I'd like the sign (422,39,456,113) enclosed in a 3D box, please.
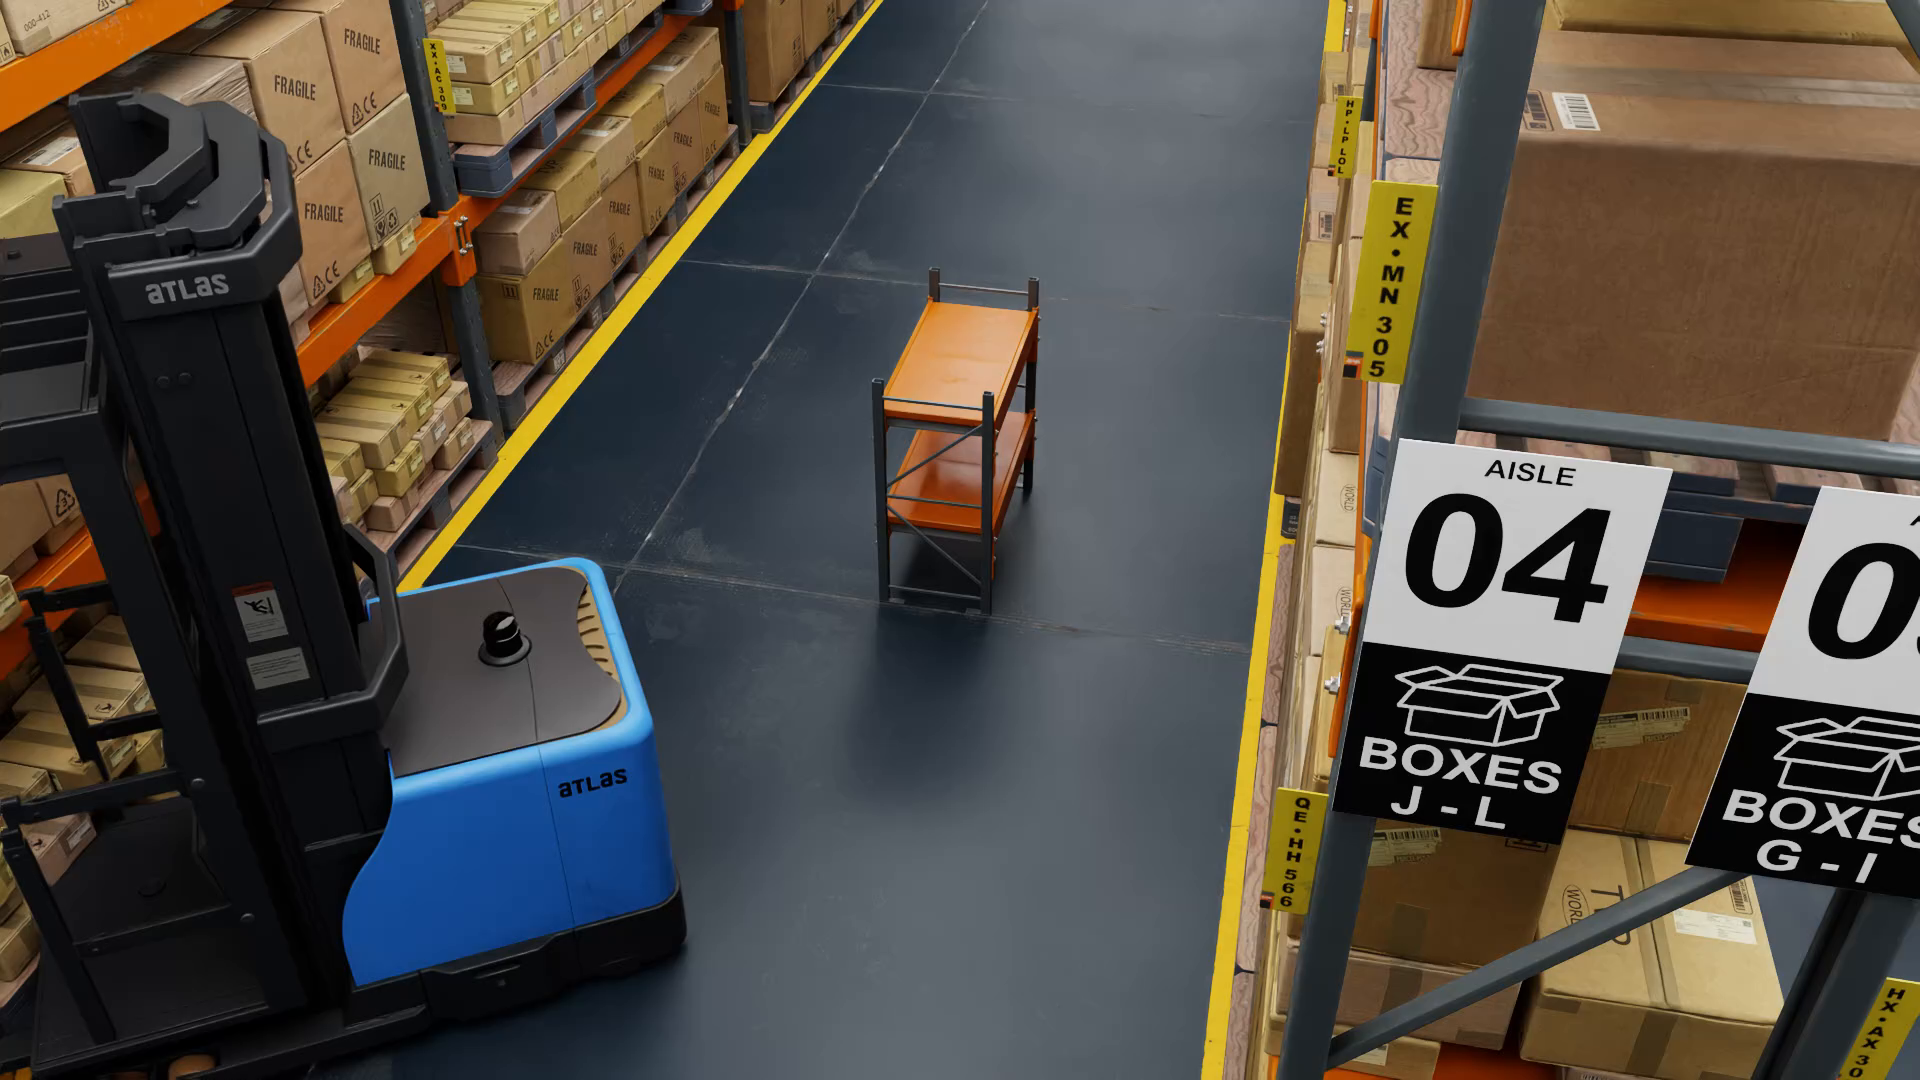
[{"bbox_3d":[-2.271,-2.020,7.244,0.100,0.325,0.005,7,37,10],"label":"sign"}]

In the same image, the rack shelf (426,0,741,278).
[{"bbox_3d":[-2.376,-2.589,9.379,1.077,0.370,4.000,7,37,10],"label":"rack shelf"}]

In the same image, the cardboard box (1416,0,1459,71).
[{"bbox_3d":[1.543,-1.474,4.143,0.700,0.500,0.500,9,37,12],"label":"cardboard box"}]

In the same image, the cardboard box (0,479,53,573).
[{"bbox_3d":[-3.202,-0.134,5.040,0.500,0.500,0.500,7,37,10],"label":"cardboard box"}]

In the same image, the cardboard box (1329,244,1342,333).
[{"bbox_3d":[1.665,-0.877,6.278,0.500,0.250,0.500,7,36,9],"label":"cardboard box"}]

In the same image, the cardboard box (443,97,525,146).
[{"bbox_3d":[-2.269,-1.970,7.768,0.380,0.149,0.250,6,36,8],"label":"cardboard box"}]

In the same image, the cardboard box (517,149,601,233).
[{"bbox_3d":[-2.275,-1.891,8.936,0.500,0.250,0.500,8,37,11],"label":"cardboard box"}]

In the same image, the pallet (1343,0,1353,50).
[{"bbox_3d":[3.565,-4.065,13.178,1.003,0.211,1.213,7,37,10],"label":"pallet"}]

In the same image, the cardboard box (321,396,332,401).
[{"bbox_3d":[-3.193,-0.702,7.980,0.380,0.149,0.250,9,37,12],"label":"cardboard box"}]

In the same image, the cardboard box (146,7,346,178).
[{"bbox_3d":[-2.744,-1.699,6.347,0.500,0.500,0.500,6,36,8],"label":"cardboard box"}]

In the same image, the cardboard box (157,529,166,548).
[{"bbox_3d":[-3.346,-0.062,6.844,0.380,0.149,0.250,6,36,8],"label":"cardboard box"}]

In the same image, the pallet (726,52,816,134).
[{"bbox_3d":[-1.706,-3.340,12.179,1.003,0.211,1.213,7,37,10],"label":"pallet"}]

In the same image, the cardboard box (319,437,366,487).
[{"bbox_3d":[-2.818,-0.319,7.199,0.380,0.149,0.250,8,37,11],"label":"cardboard box"}]

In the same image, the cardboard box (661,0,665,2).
[{"bbox_3d":[-1.827,-3.168,9.421,0.380,0.149,0.250,6,36,8],"label":"cardboard box"}]

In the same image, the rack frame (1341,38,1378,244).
[{"bbox_3d":[2.021,-1.054,6.648,1.000,3.000,0.127,7,37,10],"label":"rack frame"}]

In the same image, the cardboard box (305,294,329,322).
[{"bbox_3d":[-2.821,-0.992,6.777,0.380,0.149,0.250,6,36,9],"label":"cardboard box"}]

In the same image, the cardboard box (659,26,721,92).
[{"bbox_3d":[-1.838,-3.063,10.554,0.500,0.250,0.500,6,36,9],"label":"cardboard box"}]

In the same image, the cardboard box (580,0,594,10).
[{"bbox_3d":[-2.049,-2.808,8.417,0.380,0.149,0.250,7,37,10],"label":"cardboard box"}]

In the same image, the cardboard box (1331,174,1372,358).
[{"bbox_3d":[1.556,-0.893,5.662,0.500,0.500,0.500,7,37,10],"label":"cardboard box"}]

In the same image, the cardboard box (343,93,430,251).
[{"bbox_3d":[-2.630,-1.582,7.038,0.500,0.500,0.500,7,37,10],"label":"cardboard box"}]

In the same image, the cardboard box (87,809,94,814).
[{"bbox_3d":[-3.215,0.854,5.833,0.380,0.149,0.250,8,37,11],"label":"cardboard box"}]

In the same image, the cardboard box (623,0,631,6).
[{"bbox_3d":[-1.937,-2.987,8.918,0.380,0.149,0.250,7,36,9],"label":"cardboard box"}]

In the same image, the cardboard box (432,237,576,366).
[{"bbox_3d":[-2.386,-1.282,8.735,0.500,0.500,0.500,9,37,12],"label":"cardboard box"}]

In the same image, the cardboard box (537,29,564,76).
[{"bbox_3d":[-2.161,-2.387,8.090,0.380,0.149,0.250,8,37,11],"label":"cardboard box"}]

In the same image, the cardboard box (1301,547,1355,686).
[{"bbox_3d":[1.228,0.286,4.674,0.500,0.250,0.500,6,36,8],"label":"cardboard box"}]

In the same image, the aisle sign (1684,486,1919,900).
[{"bbox_3d":[1.445,0.266,2.612,0.394,0.787,0.004,7,37,10],"label":"aisle sign"}]

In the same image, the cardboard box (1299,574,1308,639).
[{"bbox_3d":[1.248,0.219,5.105,0.380,0.149,0.250,8,37,11],"label":"cardboard box"}]

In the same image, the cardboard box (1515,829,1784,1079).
[{"bbox_3d":[1.533,0.938,3.774,0.500,0.250,0.500,6,36,9],"label":"cardboard box"}]

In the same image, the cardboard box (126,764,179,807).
[{"bbox_3d":[-3.048,0.847,6.096,0.380,0.149,0.250,8,37,11],"label":"cardboard box"}]

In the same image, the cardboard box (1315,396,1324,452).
[{"bbox_3d":[1.467,-0.371,5.921,0.380,0.149,0.250,6,36,9],"label":"cardboard box"}]

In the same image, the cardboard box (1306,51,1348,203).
[{"bbox_3d":[2.708,-2.264,9.770,1.225,0.875,0.875,6,36,8],"label":"cardboard box"}]

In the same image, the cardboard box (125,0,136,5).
[{"bbox_3d":[-2.870,-1.996,5.520,0.500,0.250,0.500,7,37,9],"label":"cardboard box"}]

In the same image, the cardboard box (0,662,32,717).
[{"bbox_3d":[-3.633,0.526,6.032,0.380,0.149,0.250,6,36,8],"label":"cardboard box"}]

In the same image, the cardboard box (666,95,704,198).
[{"bbox_3d":[-1.948,-2.477,10.384,0.500,0.500,0.500,9,37,12],"label":"cardboard box"}]

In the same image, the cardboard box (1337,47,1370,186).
[{"bbox_3d":[2.072,-1.980,7.840,0.500,0.500,0.500,7,37,9],"label":"cardboard box"}]

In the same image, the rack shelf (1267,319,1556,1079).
[{"bbox_3d":[1.594,0.384,5.277,1.077,0.370,4.000,7,37,10],"label":"rack shelf"}]

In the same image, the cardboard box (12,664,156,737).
[{"bbox_3d":[-3.121,0.591,5.943,0.380,0.149,0.250,6,36,8],"label":"cardboard box"}]

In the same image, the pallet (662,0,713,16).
[{"bbox_3d":[-1.996,-3.527,10.224,1.213,0.211,1.003,7,37,10],"label":"pallet"}]

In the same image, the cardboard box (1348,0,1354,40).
[{"bbox_3d":[2.506,-3.143,9.445,0.500,0.500,0.500,8,37,11],"label":"cardboard box"}]

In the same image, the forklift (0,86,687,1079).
[{"bbox_3d":[-2.516,0.293,4.848,3.031,2.935,1.130,-12,38,-17],"label":"forklift"}]

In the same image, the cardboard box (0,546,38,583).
[{"bbox_3d":[-3.222,0.052,5.336,0.380,0.149,0.250,9,37,12],"label":"cardboard box"}]

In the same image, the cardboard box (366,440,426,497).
[{"bbox_3d":[-2.645,-0.337,7.476,0.380,0.149,0.250,6,36,8],"label":"cardboard box"}]

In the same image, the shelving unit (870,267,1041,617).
[{"bbox_3d":[-0.001,-0.452,7.415,0.538,1.125,1.048,7,37,10],"label":"shelving unit"}]

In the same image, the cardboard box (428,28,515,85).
[{"bbox_3d":[-2.269,-2.211,7.594,0.380,0.149,0.250,9,37,12],"label":"cardboard box"}]

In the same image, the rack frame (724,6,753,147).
[{"bbox_3d":[-1.948,-4.027,10.750,1.000,3.000,0.127,7,37,10],"label":"rack frame"}]

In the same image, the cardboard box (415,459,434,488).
[{"bbox_3d":[-2.691,-0.343,7.739,0.380,0.149,0.250,8,37,11],"label":"cardboard box"}]

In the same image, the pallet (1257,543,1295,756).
[{"bbox_3d":[1.782,0.501,6.878,1.003,0.211,1.213,7,37,10],"label":"pallet"}]

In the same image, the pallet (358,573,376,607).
[{"bbox_3d":[-3.170,0.487,6.899,1.003,0.211,1.213,7,37,10],"label":"pallet"}]

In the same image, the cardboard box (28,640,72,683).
[{"bbox_3d":[-3.616,0.489,6.338,0.380,0.149,0.250,8,37,11],"label":"cardboard box"}]

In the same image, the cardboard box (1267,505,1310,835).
[{"bbox_3d":[1.610,0.521,5.928,0.875,0.875,0.875,7,37,10],"label":"cardboard box"}]

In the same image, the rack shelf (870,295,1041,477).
[{"bbox_3d":[-0.001,-0.689,7.243,0.538,0.278,1.000,7,37,10],"label":"rack shelf"}]

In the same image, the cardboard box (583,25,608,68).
[{"bbox_3d":[-2.050,-2.562,8.585,0.380,0.149,0.250,6,36,8],"label":"cardboard box"}]
